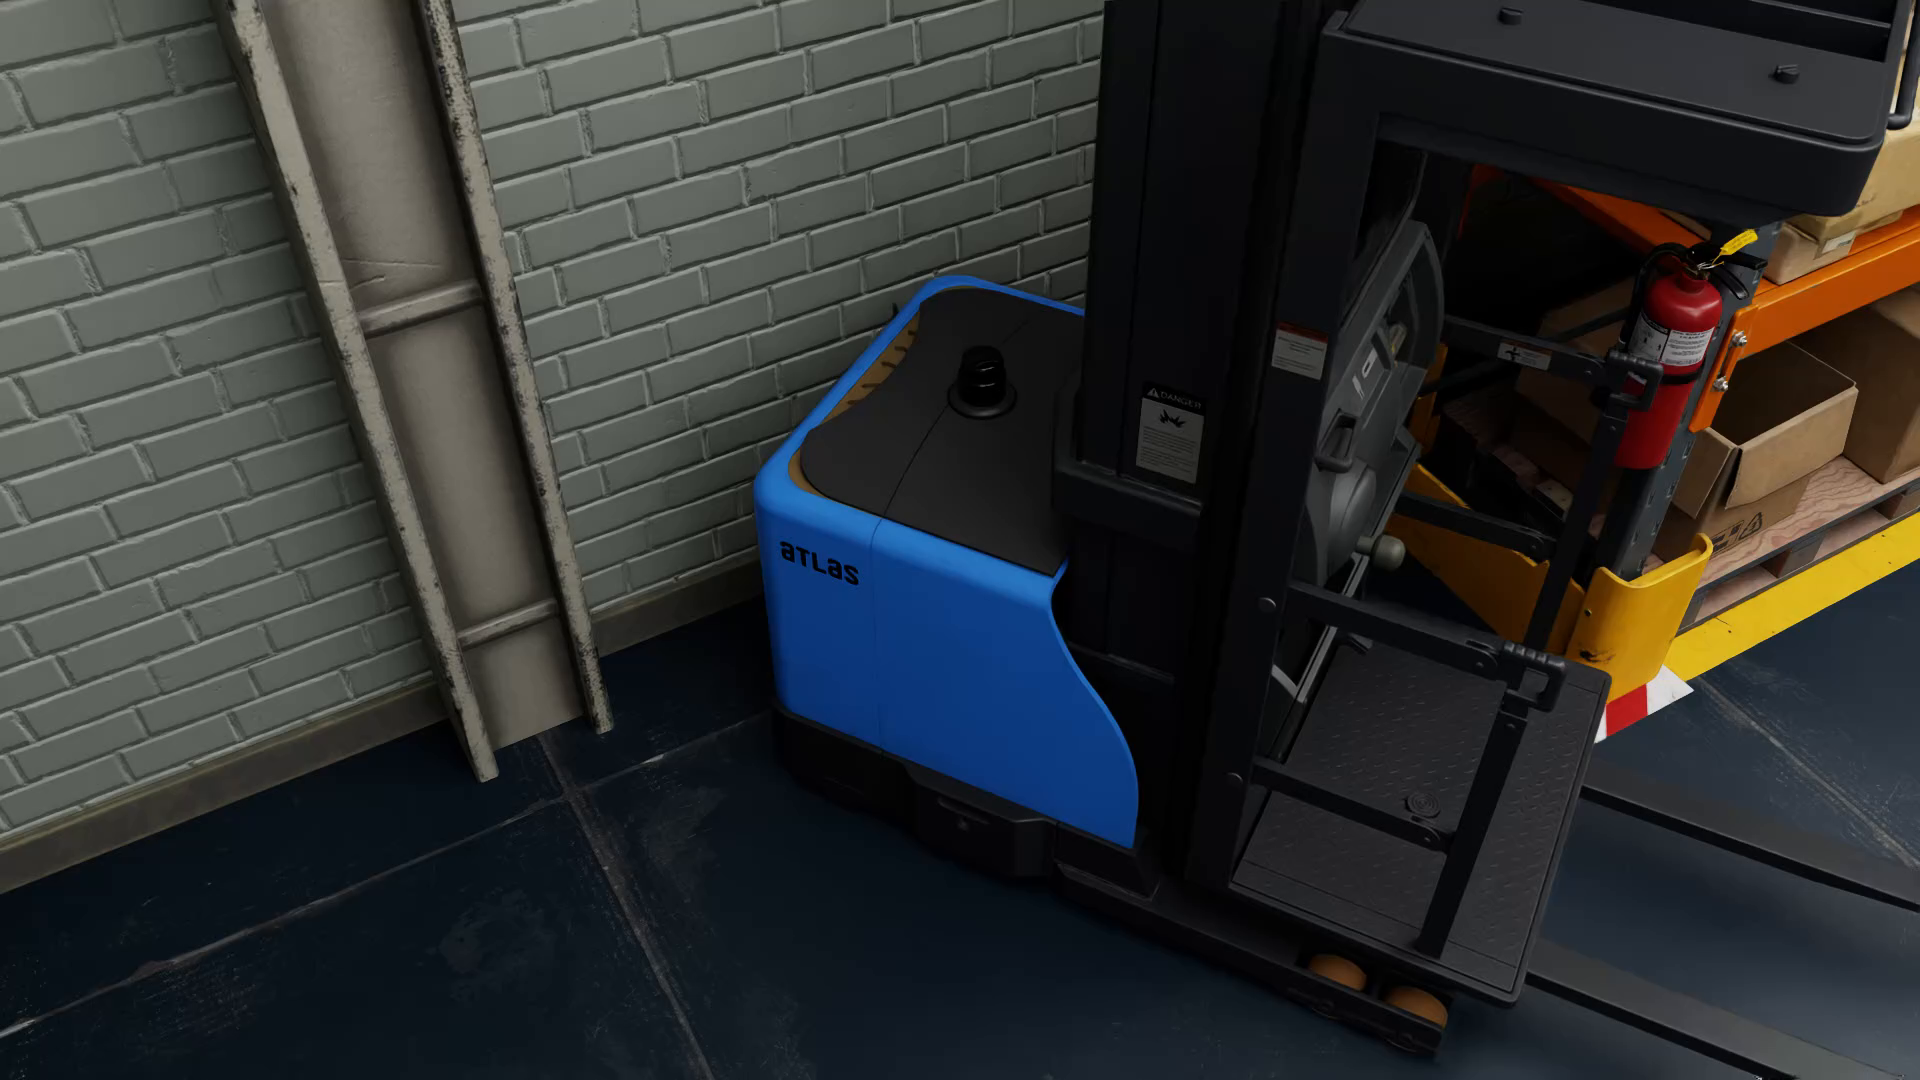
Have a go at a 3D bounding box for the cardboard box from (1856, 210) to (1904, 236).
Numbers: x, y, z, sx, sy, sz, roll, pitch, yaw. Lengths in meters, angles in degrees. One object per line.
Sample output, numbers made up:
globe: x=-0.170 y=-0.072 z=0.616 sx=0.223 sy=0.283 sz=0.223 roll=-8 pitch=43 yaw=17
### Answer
cardboard box: x=2.183 y=-0.936 z=4.241 sx=0.250 sy=0.149 sz=0.380 roll=-21 pitch=48 yaw=-20

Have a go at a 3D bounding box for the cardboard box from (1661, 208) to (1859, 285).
cardboard box: x=1.986 y=-0.820 z=4.121 sx=0.250 sy=0.149 sz=0.380 roll=-22 pitch=48 yaw=-21

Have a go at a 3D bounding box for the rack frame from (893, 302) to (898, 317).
rack frame: x=-0.118 y=-0.260 z=4.874 sx=0.006 sy=0.900 sz=0.240 roll=-20 pitch=45 yaw=-18

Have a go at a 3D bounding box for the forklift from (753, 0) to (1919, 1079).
forklift: x=1.050 y=-0.254 z=3.407 sx=3.031 sy=2.935 sz=1.130 roll=19 pitch=47 yaw=19

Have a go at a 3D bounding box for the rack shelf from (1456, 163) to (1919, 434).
rack shelf: x=3.298 y=-1.397 z=5.052 sx=4.000 sy=0.370 sz=1.077 roll=-22 pitch=48 yaw=-21

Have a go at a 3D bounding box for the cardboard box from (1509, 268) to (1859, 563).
cardboard box: x=2.142 y=-0.371 z=4.970 sx=0.637 sy=0.503 sz=0.797 roll=-24 pitch=49 yaw=-22

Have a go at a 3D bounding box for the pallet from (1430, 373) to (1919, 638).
pallet: x=2.321 y=-0.264 z=5.371 sx=1.213 sy=0.211 sz=1.003 roll=-22 pitch=48 yaw=-21

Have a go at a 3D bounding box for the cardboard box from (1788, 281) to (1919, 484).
cardboard box: x=2.902 y=-0.643 z=5.252 sx=0.500 sy=0.500 sz=0.700 roll=-20 pitch=48 yaw=-19

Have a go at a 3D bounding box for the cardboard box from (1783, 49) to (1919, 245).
cardboard box: x=2.092 y=-1.009 z=4.030 sx=0.500 sy=0.250 sz=0.500 roll=-22 pitch=48 yaw=-21

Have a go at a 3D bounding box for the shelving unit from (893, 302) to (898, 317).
shelving unit: x=-0.027 y=-0.292 z=4.905 sx=0.210 sy=0.900 sz=0.258 roll=-20 pitch=45 yaw=-18

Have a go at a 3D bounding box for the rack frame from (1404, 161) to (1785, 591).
rack frame: x=1.564 y=-0.961 z=4.087 sx=0.127 sy=3.000 sz=1.000 roll=-22 pitch=48 yaw=-21

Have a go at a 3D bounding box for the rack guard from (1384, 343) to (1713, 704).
rack guard: x=1.630 y=-0.091 z=4.985 sx=0.348 sy=0.500 sz=1.175 roll=-22 pitch=48 yaw=-21

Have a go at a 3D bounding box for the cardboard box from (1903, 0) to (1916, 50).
cardboard box: x=2.529 y=-1.184 z=4.210 sx=0.500 sy=0.250 sz=0.500 roll=-21 pitch=48 yaw=-21

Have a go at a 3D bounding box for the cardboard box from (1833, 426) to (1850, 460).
cardboard box: x=2.529 y=-0.368 z=5.221 sx=0.250 sy=0.149 sz=0.380 roll=-24 pitch=49 yaw=-22

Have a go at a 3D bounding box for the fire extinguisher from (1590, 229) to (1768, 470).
fire extinguisher: x=1.667 y=-0.470 z=3.903 sx=0.183 sy=0.674 sz=0.296 roll=-22 pitch=48 yaw=-21
